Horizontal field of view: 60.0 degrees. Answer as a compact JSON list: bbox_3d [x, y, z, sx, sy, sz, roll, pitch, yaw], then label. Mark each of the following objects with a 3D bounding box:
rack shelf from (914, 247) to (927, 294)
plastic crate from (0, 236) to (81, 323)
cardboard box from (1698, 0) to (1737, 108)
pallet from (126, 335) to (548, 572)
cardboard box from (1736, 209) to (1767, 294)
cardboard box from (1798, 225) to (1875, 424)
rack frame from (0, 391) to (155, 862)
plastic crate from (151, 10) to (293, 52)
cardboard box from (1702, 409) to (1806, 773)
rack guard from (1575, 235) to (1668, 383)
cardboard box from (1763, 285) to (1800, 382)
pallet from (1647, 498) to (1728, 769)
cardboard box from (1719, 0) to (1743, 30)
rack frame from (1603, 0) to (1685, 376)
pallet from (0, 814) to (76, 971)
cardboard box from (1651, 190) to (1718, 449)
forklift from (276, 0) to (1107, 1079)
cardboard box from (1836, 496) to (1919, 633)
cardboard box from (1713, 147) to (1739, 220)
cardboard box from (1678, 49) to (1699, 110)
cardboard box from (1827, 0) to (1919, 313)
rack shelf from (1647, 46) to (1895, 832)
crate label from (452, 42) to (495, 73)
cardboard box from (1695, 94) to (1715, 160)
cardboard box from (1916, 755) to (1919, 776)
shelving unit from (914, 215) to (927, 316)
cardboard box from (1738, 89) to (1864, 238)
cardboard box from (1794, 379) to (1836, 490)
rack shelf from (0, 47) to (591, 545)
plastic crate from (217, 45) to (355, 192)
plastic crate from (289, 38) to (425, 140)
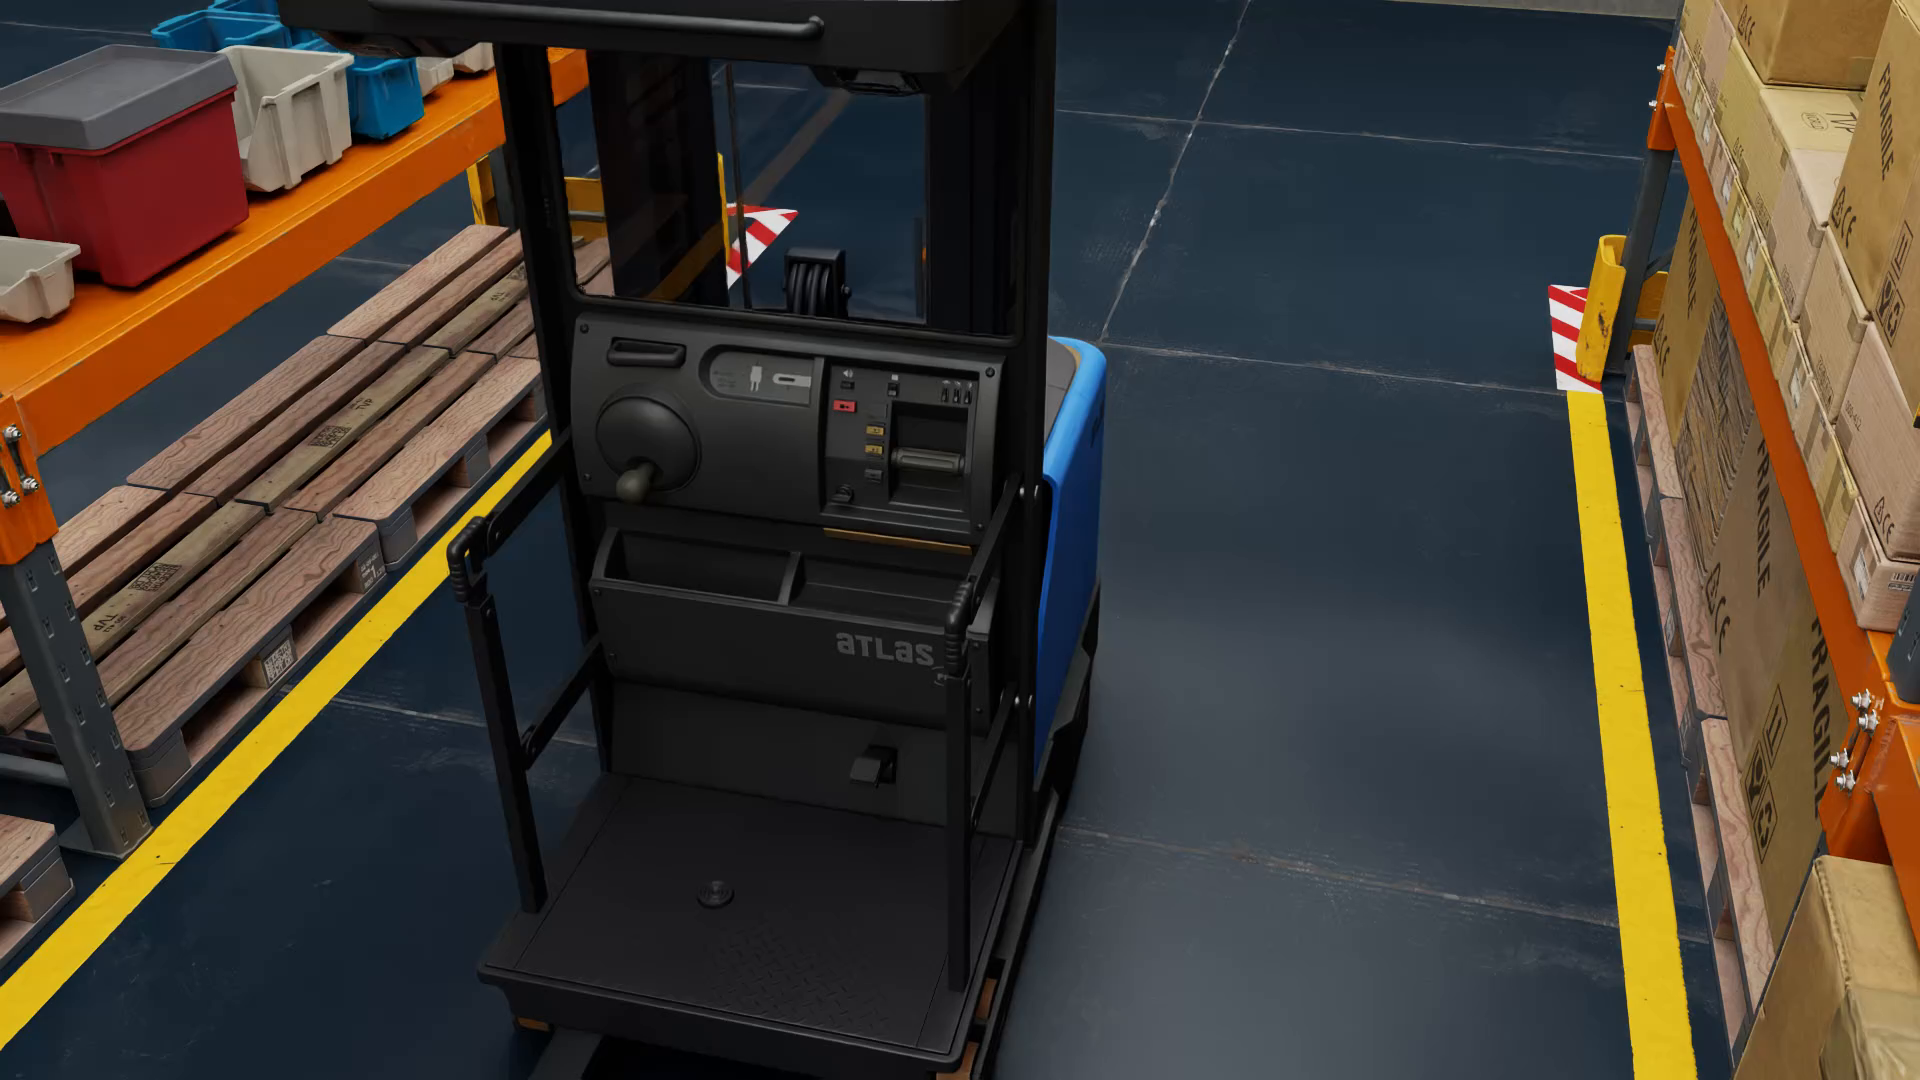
[{"bbox_3d":[0.042,-0.924,5.352,0.258,0.148,0.480,8,33,12],"label":"rack shelf"},{"bbox_3d":[-2.426,-0.648,4.164,0.396,0.136,0.243,8,33,12],"label":"plastic crate"},{"bbox_3d":[2.615,-1.493,5.165,0.500,0.250,0.500,8,33,12],"label":"cardboard box"},{"bbox_3d":[-2.225,-0.357,6.115,1.003,0.211,1.213,8,33,12],"label":"pallet"},{"bbox_3d":[2.261,-0.734,4.342,0.380,0.149,0.250,9,33,13],"label":"cardboard box"},{"bbox_3d":[2.096,-0.434,3.499,0.500,0.250,0.500,9,34,14],"label":"cardboard box"},{"bbox_3d":[-2.682,-0.512,3.760,1.000,3.000,0.127,8,33,12],"label":"rack frame"},{"bbox_3d":[-2.458,-1.620,5.603,0.416,0.233,0.300,8,33,12],"label":"plastic crate"},{"bbox_3d":[2.582,0.083,4.413,0.875,0.875,0.875,8,33,12],"label":"cardboard box"},{"bbox_3d":[3.130,-0.871,6.654,1.175,0.500,0.348,8,33,12],"label":"rack guard"},{"bbox_3d":[2.130,-0.469,3.926,0.380,0.149,0.250,9,33,13],"label":"cardboard box"},{"bbox_3d":[2.685,0.320,5.050,1.003,0.211,1.213,8,33,12],"label":"pallet"},{"bbox_3d":[2.614,-1.820,4.981,0.500,0.500,0.500,7,33,11],"label":"cardboard box"},{"bbox_3d":[3.124,-1.914,5.964,1.000,3.000,0.127,8,33,12],"label":"rack frame"},{"bbox_3d":[-2.918,1.059,3.887,1.003,0.211,1.213,8,33,12],"label":"pallet"},{"bbox_3d":[3.039,-0.851,5.882,0.875,0.875,0.875,8,33,12],"label":"cardboard box"},{"bbox_3d":[-0.421,-0.180,3.302,1.130,2.935,3.031,7,33,11],"label":"forklift"},{"bbox_3d":[1.869,0.065,3.085,0.380,0.149,0.250,8,33,13],"label":"cardboard box"},{"bbox_3d":[2.391,-1.001,4.762,0.380,0.149,0.250,8,33,12],"label":"cardboard box"},{"bbox_3d":[2.651,-1.535,5.603,0.380,0.149,0.250,8,33,12],"label":"cardboard box"},{"bbox_3d":[2.098,-0.751,3.299,0.500,0.500,0.500,8,33,13],"label":"cardboard box"},{"bbox_3d":[2.616,-0.572,4.525,1.077,0.370,4.000,8,33,12],"label":"rack shelf"},{"bbox_3d":[-1.833,-1.758,5.909,0.396,0.136,0.243,8,33,12],"label":"crate label"},{"bbox_3d":[2.521,-1.267,5.180,0.380,0.149,0.250,8,33,12],"label":"cardboard box"},{"bbox_3d":[1.750,0.325,2.350,0.500,0.500,0.500,8,33,13],"label":"cardboard box"},{"bbox_3d":[0.042,-0.592,5.563,0.258,1.200,0.503,8,33,12],"label":"shelving unit"},{"bbox_3d":[2.357,-0.961,4.328,0.500,0.250,0.500,7,33,11],"label":"cardboard box"},{"bbox_3d":[2.000,-0.201,3.505,0.380,0.149,0.250,7,33,12],"label":"cardboard box"},{"bbox_3d":[-2.175,-1.246,5.585,1.077,0.370,4.000,8,33,12],"label":"rack shelf"},{"bbox_3d":[-2.116,-1.255,4.982,0.437,0.282,0.530,8,33,12],"label":"plastic crate"},{"bbox_3d":[-1.940,-1.442,5.322,0.416,0.233,0.300,8,33,12],"label":"plastic crate"}]
